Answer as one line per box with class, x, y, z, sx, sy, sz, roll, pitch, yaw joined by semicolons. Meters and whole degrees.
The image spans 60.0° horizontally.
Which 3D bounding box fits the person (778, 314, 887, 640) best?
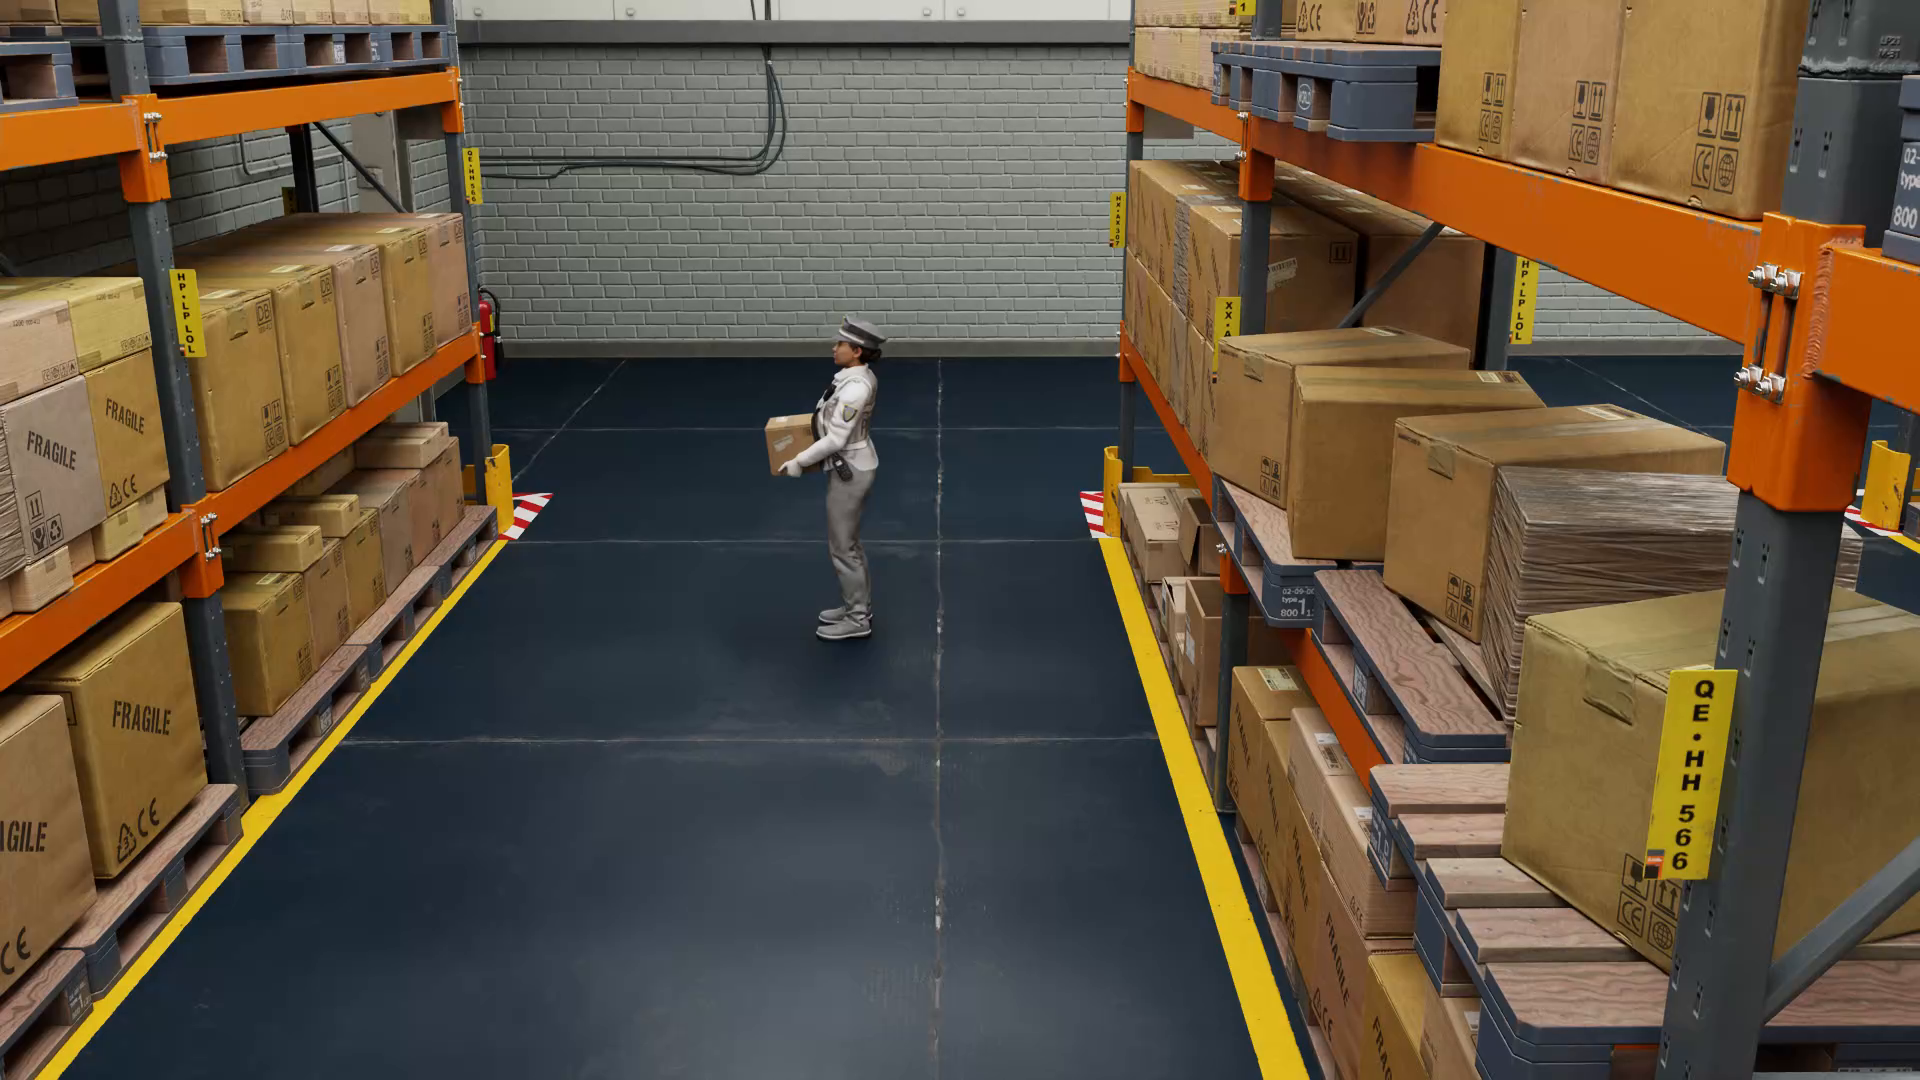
person;-0.644;-0.332;8.573;0.556;1.686;0.459;0;17;0
